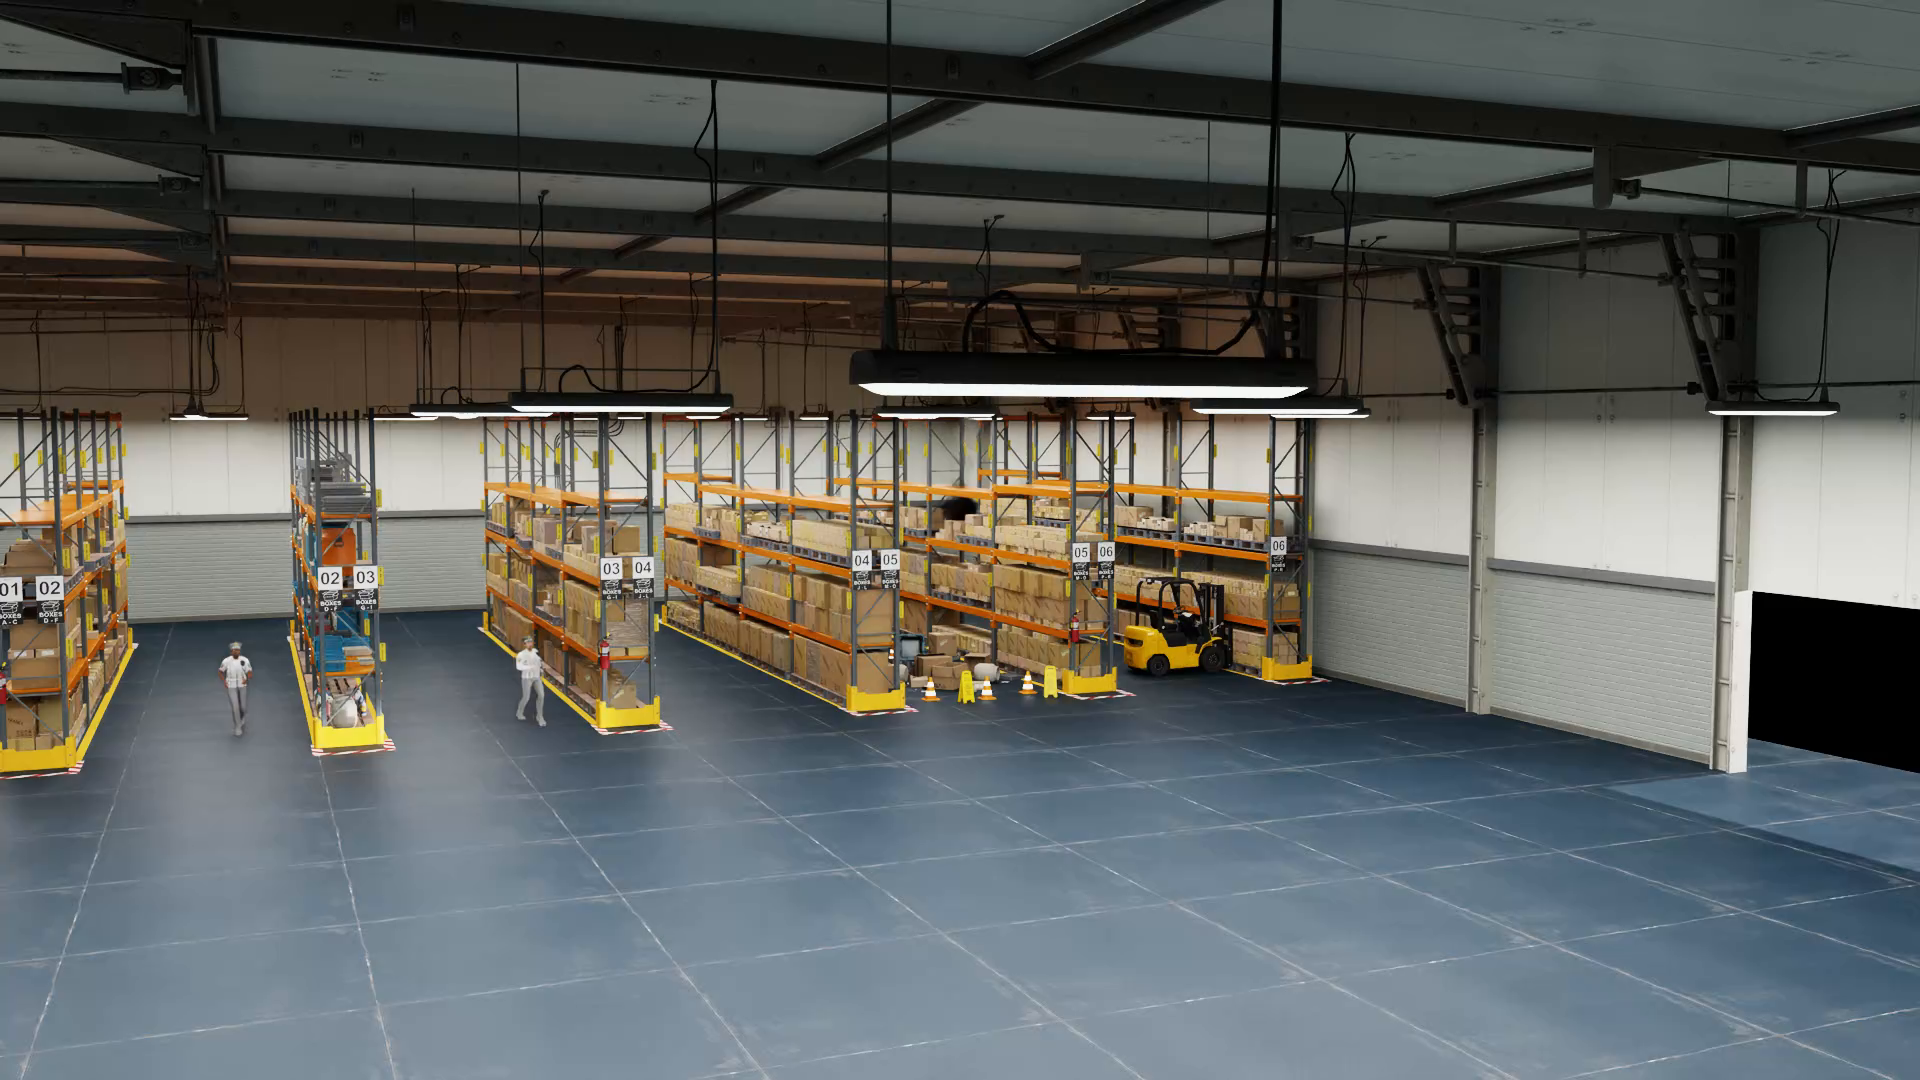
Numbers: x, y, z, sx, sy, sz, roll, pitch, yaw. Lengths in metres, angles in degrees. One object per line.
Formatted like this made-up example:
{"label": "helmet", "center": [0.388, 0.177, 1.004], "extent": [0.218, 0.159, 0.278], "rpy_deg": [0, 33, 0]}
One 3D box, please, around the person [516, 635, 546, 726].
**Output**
{"label": "person", "center": [-8.180, 2.669, 31.742], "extent": [0.621, 1.727, 0.831], "rpy_deg": [-3, 5, -40]}

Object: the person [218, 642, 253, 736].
{"label": "person", "center": [-13.407, 2.729, 30.802], "extent": [0.585, 1.695, 0.705], "rpy_deg": [-2, 5, -29]}
